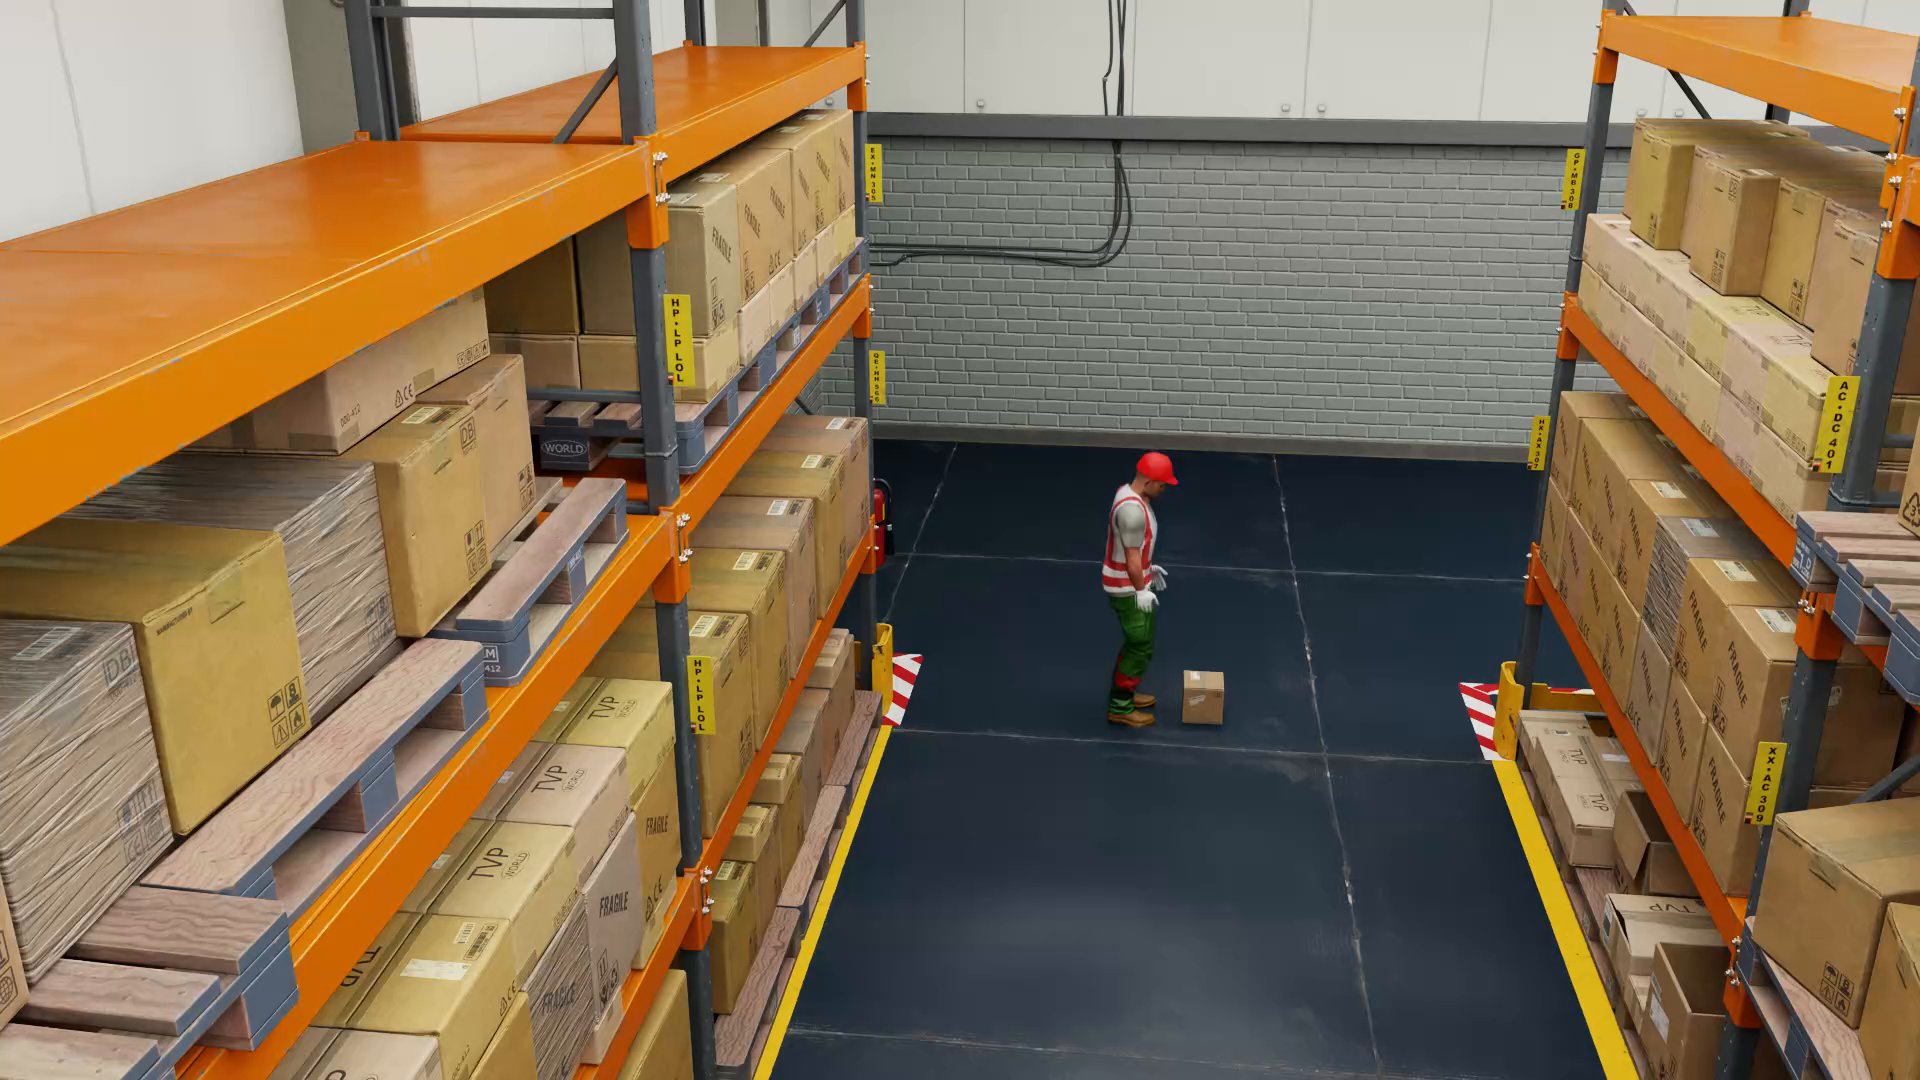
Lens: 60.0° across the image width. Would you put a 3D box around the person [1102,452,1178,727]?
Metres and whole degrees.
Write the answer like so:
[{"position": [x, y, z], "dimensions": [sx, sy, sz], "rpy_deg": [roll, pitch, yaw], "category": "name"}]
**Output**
[{"position": [1.107, 0.282, 10.379], "dimensions": [0.443, 1.744, 0.541], "rpy_deg": [3, 21, 8], "category": "person"}]
